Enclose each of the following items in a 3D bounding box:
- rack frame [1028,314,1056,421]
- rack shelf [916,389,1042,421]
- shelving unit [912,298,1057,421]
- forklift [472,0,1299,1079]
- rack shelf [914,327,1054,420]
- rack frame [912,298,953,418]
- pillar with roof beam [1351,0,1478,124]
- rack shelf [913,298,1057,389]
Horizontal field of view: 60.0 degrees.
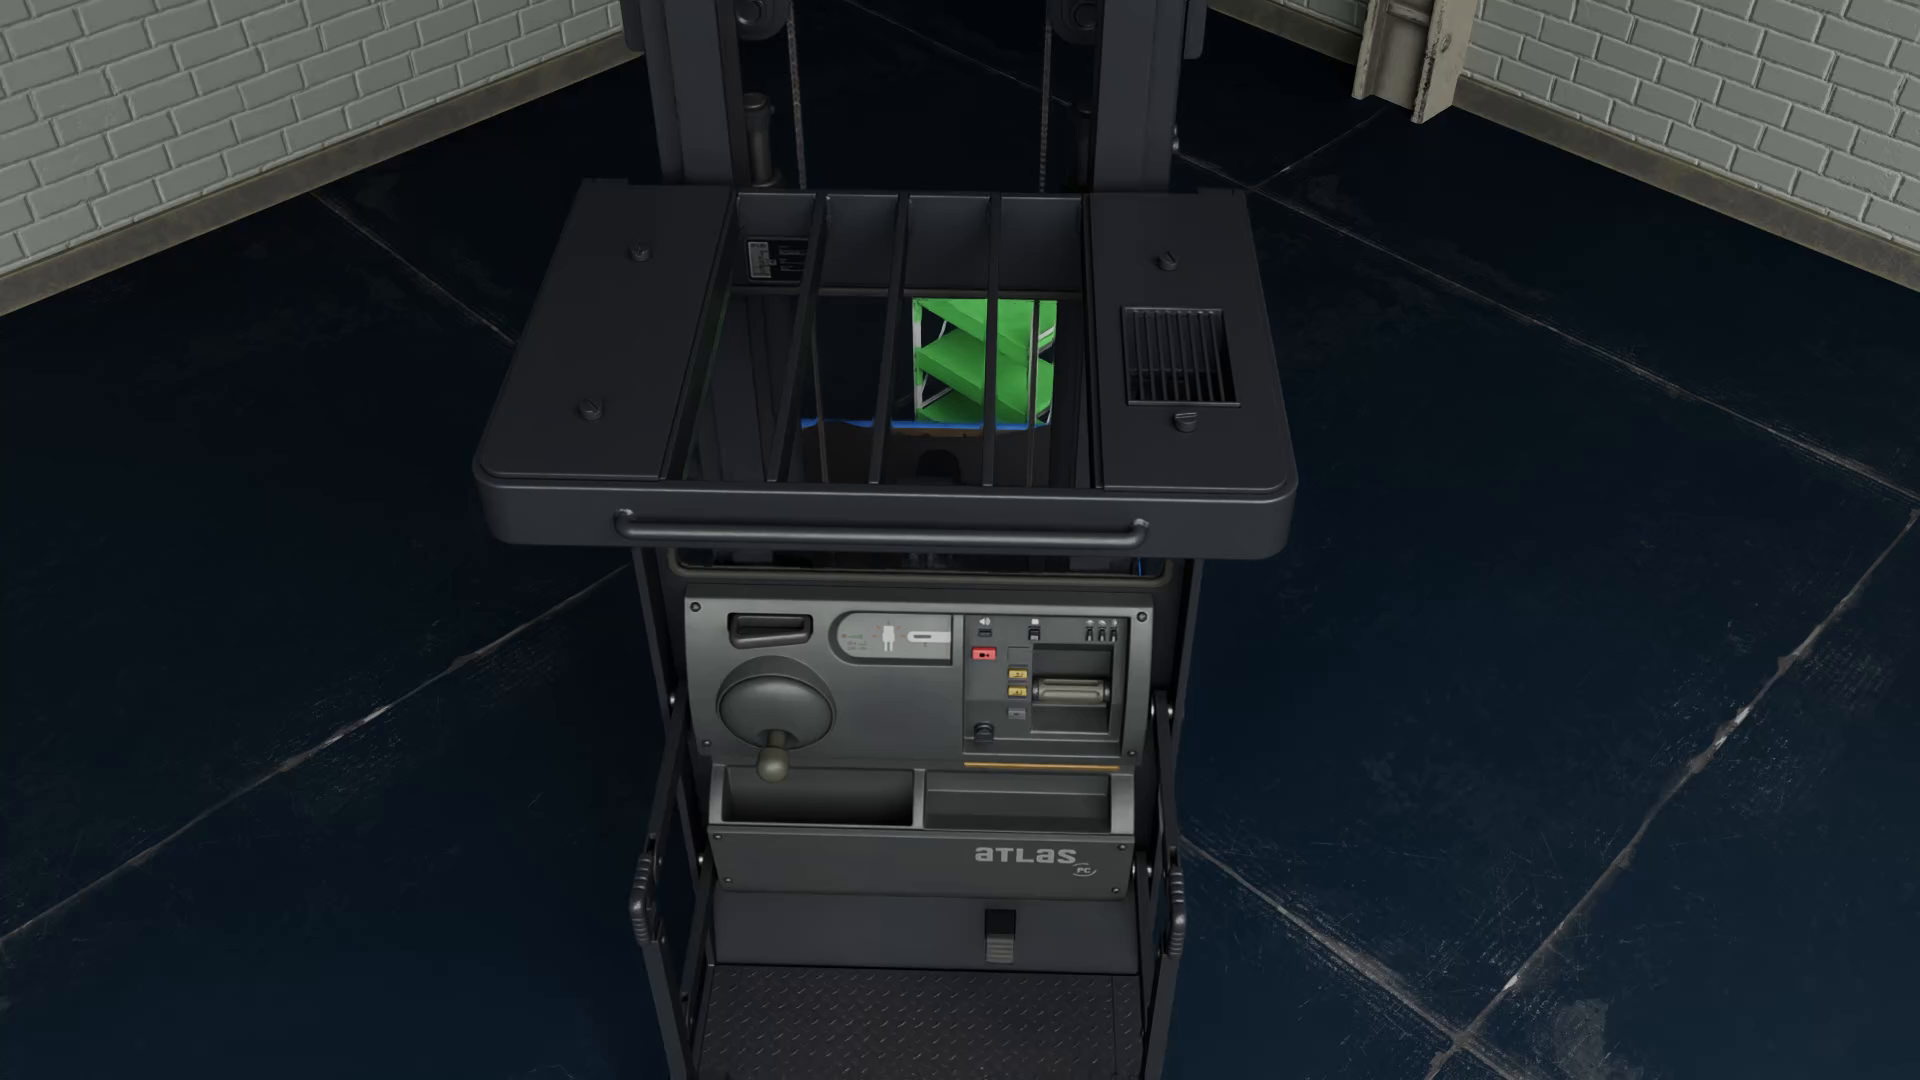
[{"bbox_3d":[0.289,-0.244,5.130,0.240,1.200,0.015,-34,53,-31],"label":"rack frame"},{"bbox_3d":[0.117,-0.314,5.300,0.258,0.148,0.480,-34,53,-31],"label":"rack shelf"},{"bbox_3d":[0.117,-0.361,5.257,0.258,1.200,0.503,-34,53,-31],"label":"shelving unit"},{"bbox_3d":[-0.088,0.380,3.180,1.130,2.935,3.031,1,43,1],"label":"forklift"},{"bbox_3d":[0.117,-0.490,5.137,0.258,0.148,0.480,-34,53,-31],"label":"rack shelf"},{"bbox_3d":[-0.055,-0.478,5.384,0.240,1.200,0.015,-34,53,-31],"label":"rack frame"},{"bbox_3d":[-0.900,-3.380,2.777,9.100,9.000,0.400,-34,53,-31],"label":"pillar with roof beam"},{"bbox_3d":[0.117,-0.667,4.974,0.258,0.148,0.480,-34,53,-31],"label":"rack shelf"}]
